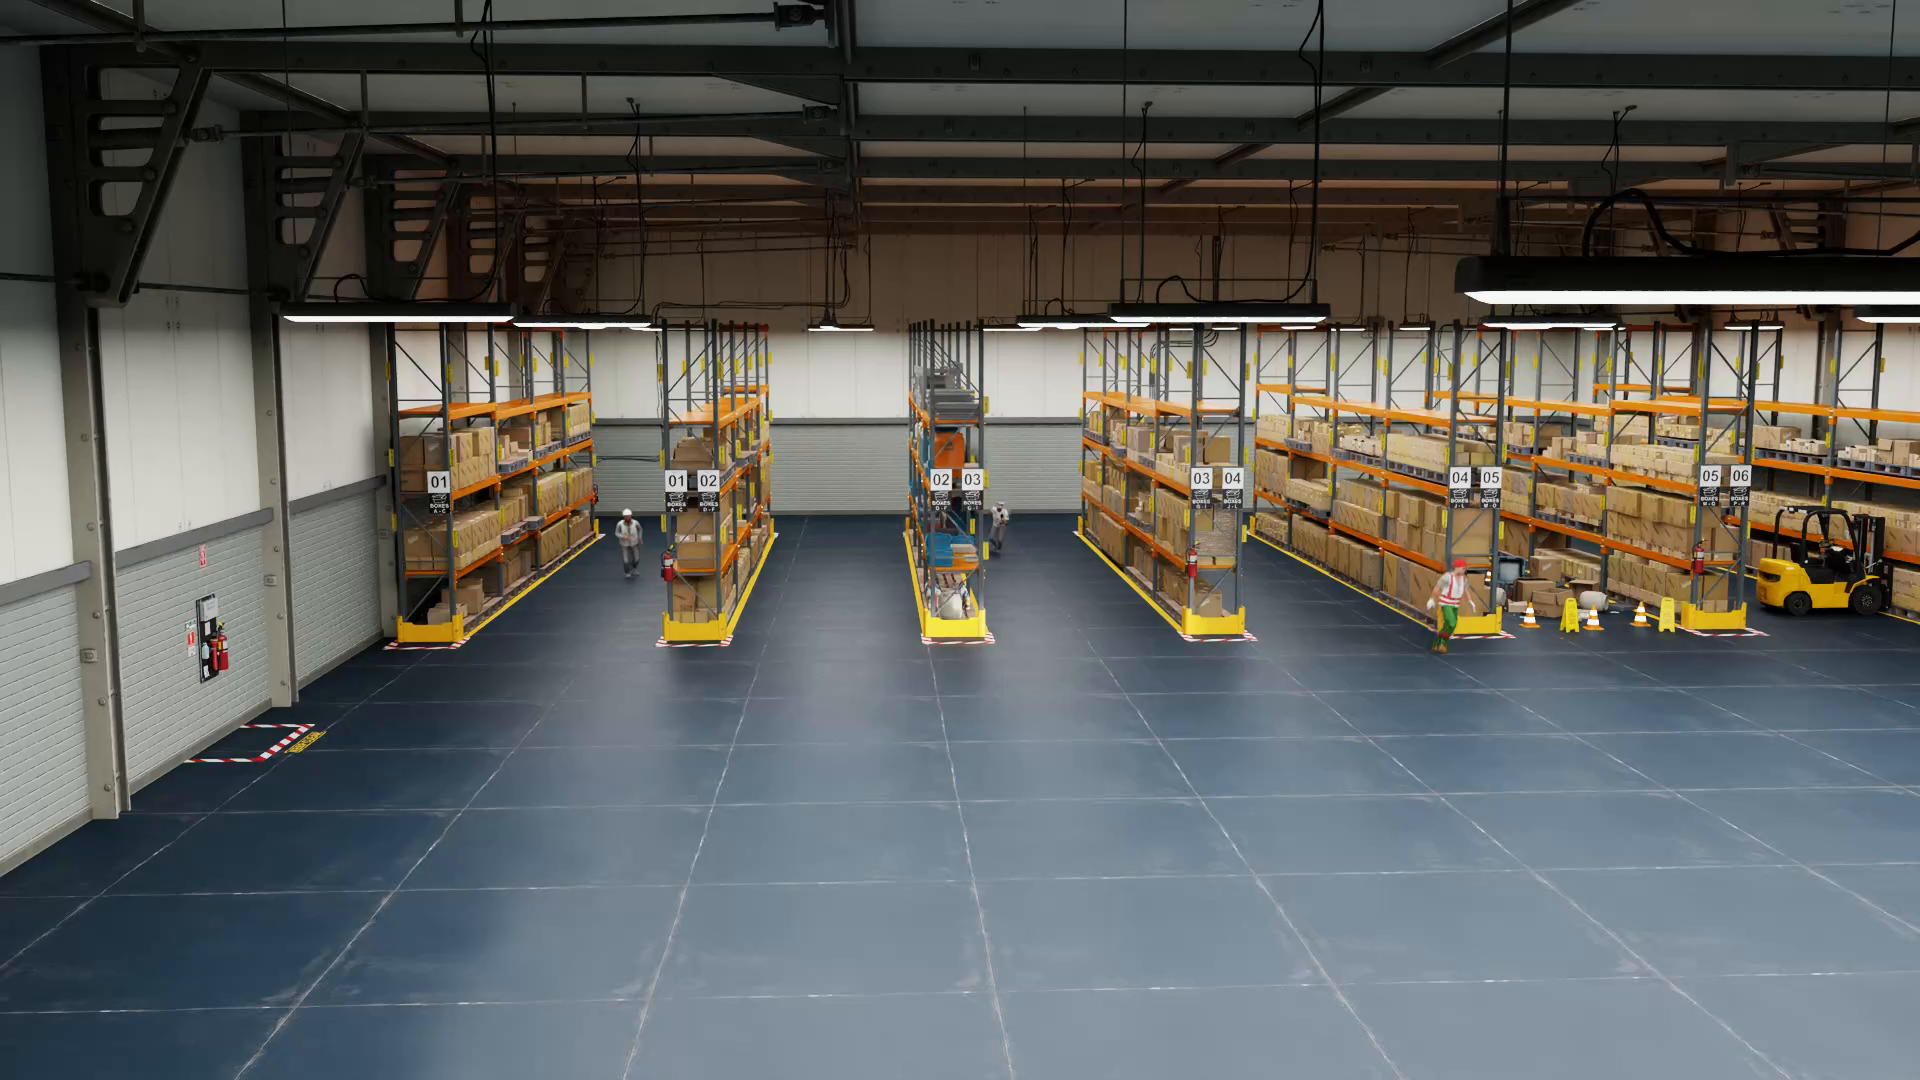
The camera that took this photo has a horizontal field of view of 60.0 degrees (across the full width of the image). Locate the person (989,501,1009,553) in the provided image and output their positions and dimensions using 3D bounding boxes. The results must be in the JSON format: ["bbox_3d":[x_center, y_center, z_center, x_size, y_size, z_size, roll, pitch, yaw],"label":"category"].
[{"bbox_3d":[1.000,-0.327,43.295,0.614,1.409,0.956,2,7,15],"label":"person"}]

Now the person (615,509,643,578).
[{"bbox_3d":[-7.755,0.090,38.992,0.652,1.663,0.784,-2,7,-17],"label":"person"}]

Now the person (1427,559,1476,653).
[{"bbox_3d":[8.791,1.185,29.749,0.638,1.726,0.747,-4,8,-31],"label":"person"}]
